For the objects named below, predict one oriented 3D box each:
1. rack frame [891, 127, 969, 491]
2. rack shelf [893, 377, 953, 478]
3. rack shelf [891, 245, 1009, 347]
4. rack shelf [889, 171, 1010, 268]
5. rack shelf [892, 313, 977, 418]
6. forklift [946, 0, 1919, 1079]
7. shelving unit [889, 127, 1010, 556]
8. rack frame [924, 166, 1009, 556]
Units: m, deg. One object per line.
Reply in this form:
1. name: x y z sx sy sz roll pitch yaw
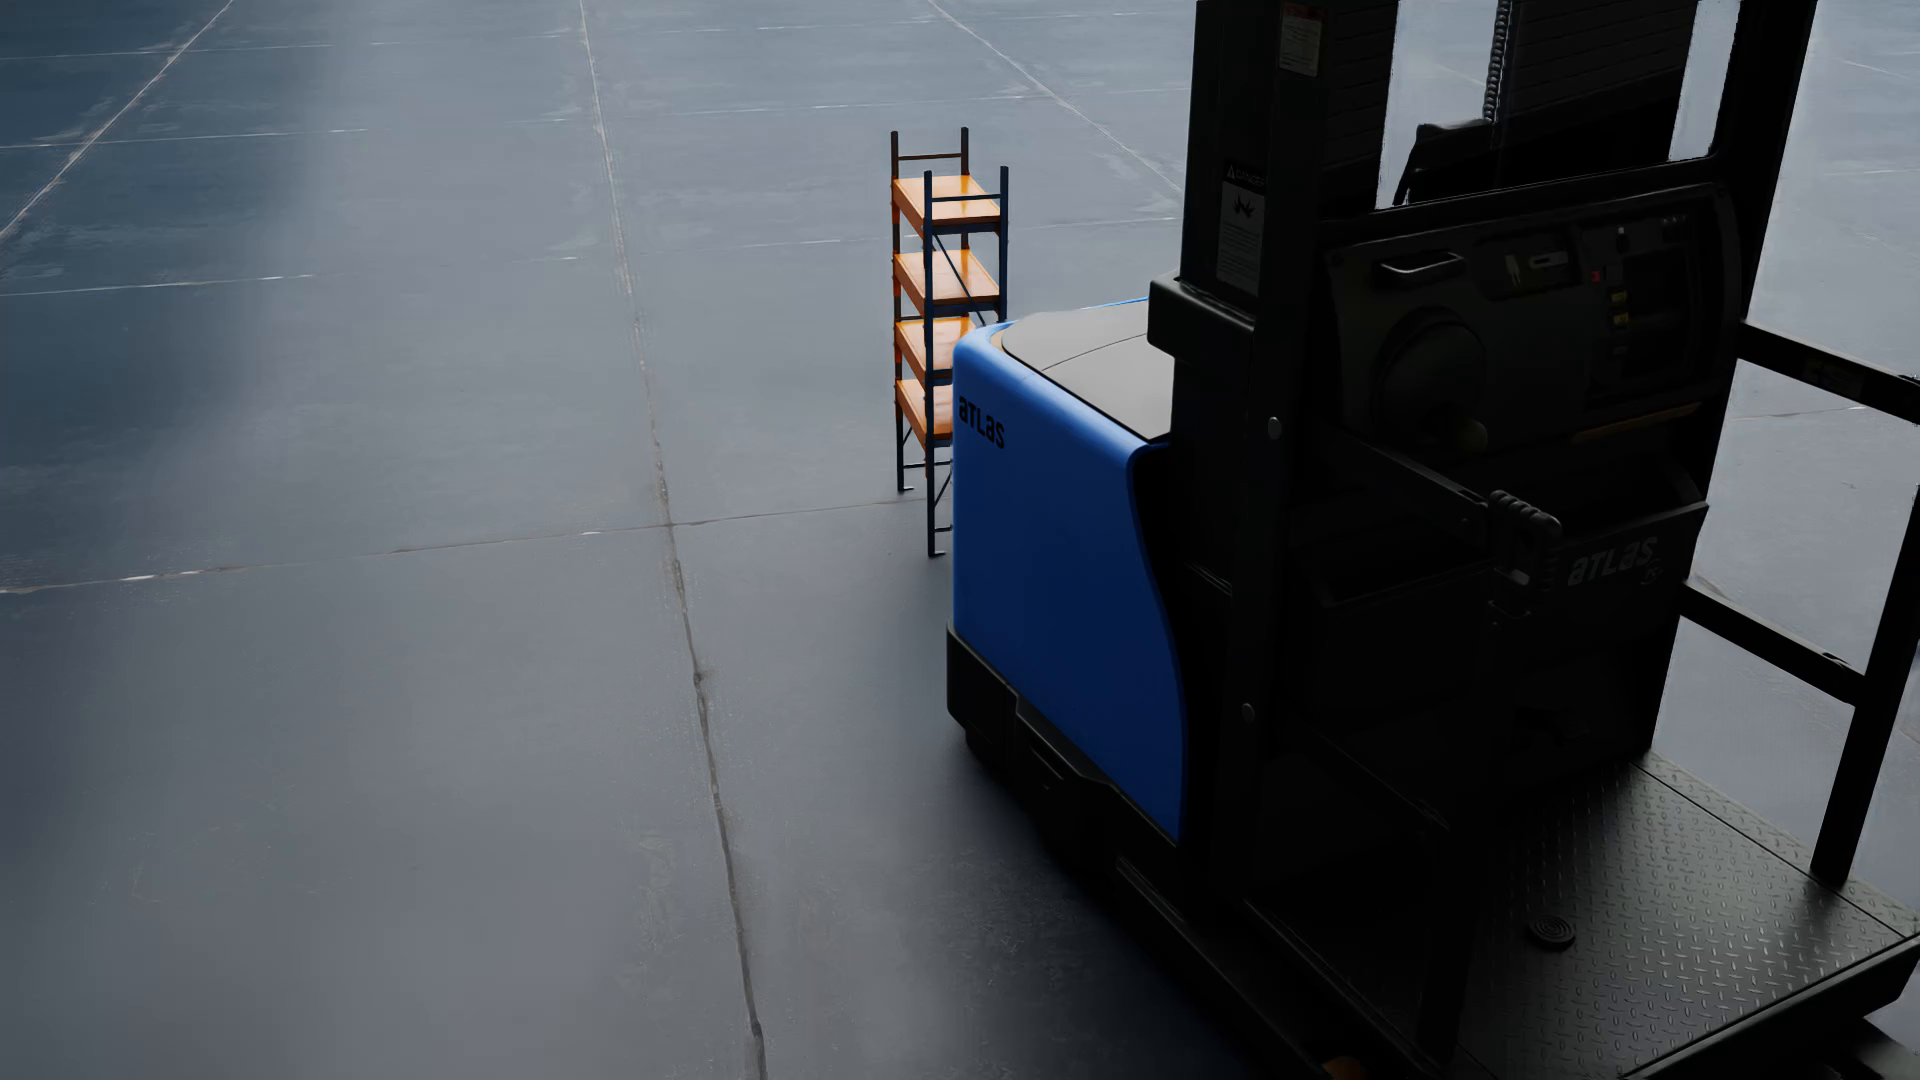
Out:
1. rack frame: -0.092 -0.715 5.336 0.240 1.200 0.015 -6 27 -12
2. rack shelf: -0.037 -0.371 5.243 0.258 0.148 0.480 -6 27 -12
3. rack shelf: -0.037 -0.748 5.053 0.258 0.148 0.480 -6 27 -12
4. rack shelf: -0.037 -0.959 4.947 0.258 0.148 0.480 -6 27 -12
5. rack shelf: -0.037 -0.548 5.154 0.258 0.148 0.480 -6 27 -12
6. forklift: 1.102 -0.349 2.689 1.130 2.935 3.031 -13 30 -25
7. shelving unit: -0.037 -0.608 5.124 0.258 1.200 0.503 -6 27 -12
8. rack frame: 0.018 -0.501 4.911 0.240 1.200 0.015 -6 27 -12
